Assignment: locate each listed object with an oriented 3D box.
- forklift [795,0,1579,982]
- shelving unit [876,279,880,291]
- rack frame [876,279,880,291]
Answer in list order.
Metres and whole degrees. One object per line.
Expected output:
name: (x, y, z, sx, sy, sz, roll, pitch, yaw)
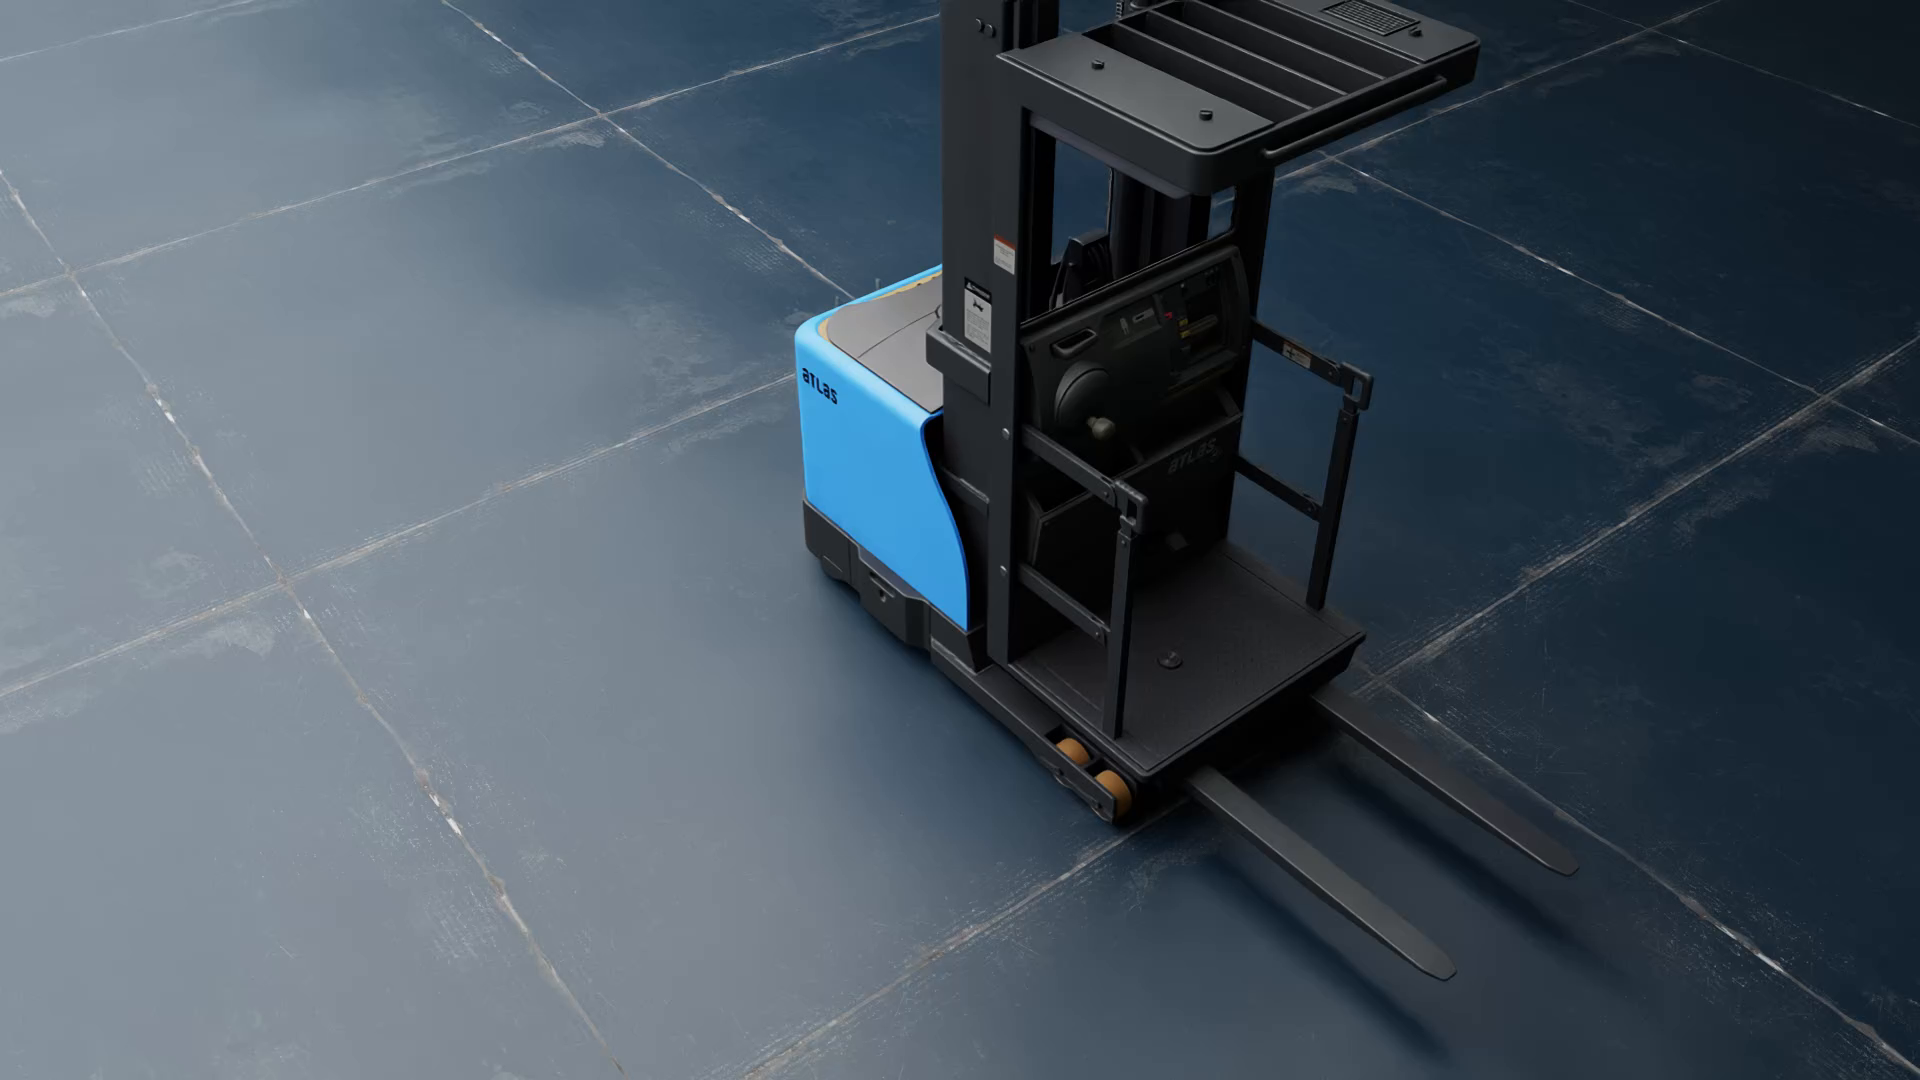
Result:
forklift: (0.707, -0.529, 5.134, 1.129, 2.867, 3.031, -28, 47, -29)
shelving unit: (-0.329, -0.590, 6.760, 0.205, 0.900, 0.258, -29, 47, -30)
rack frame: (-0.254, -0.631, 6.810, 0.006, 0.900, 0.240, -29, 47, -30)
